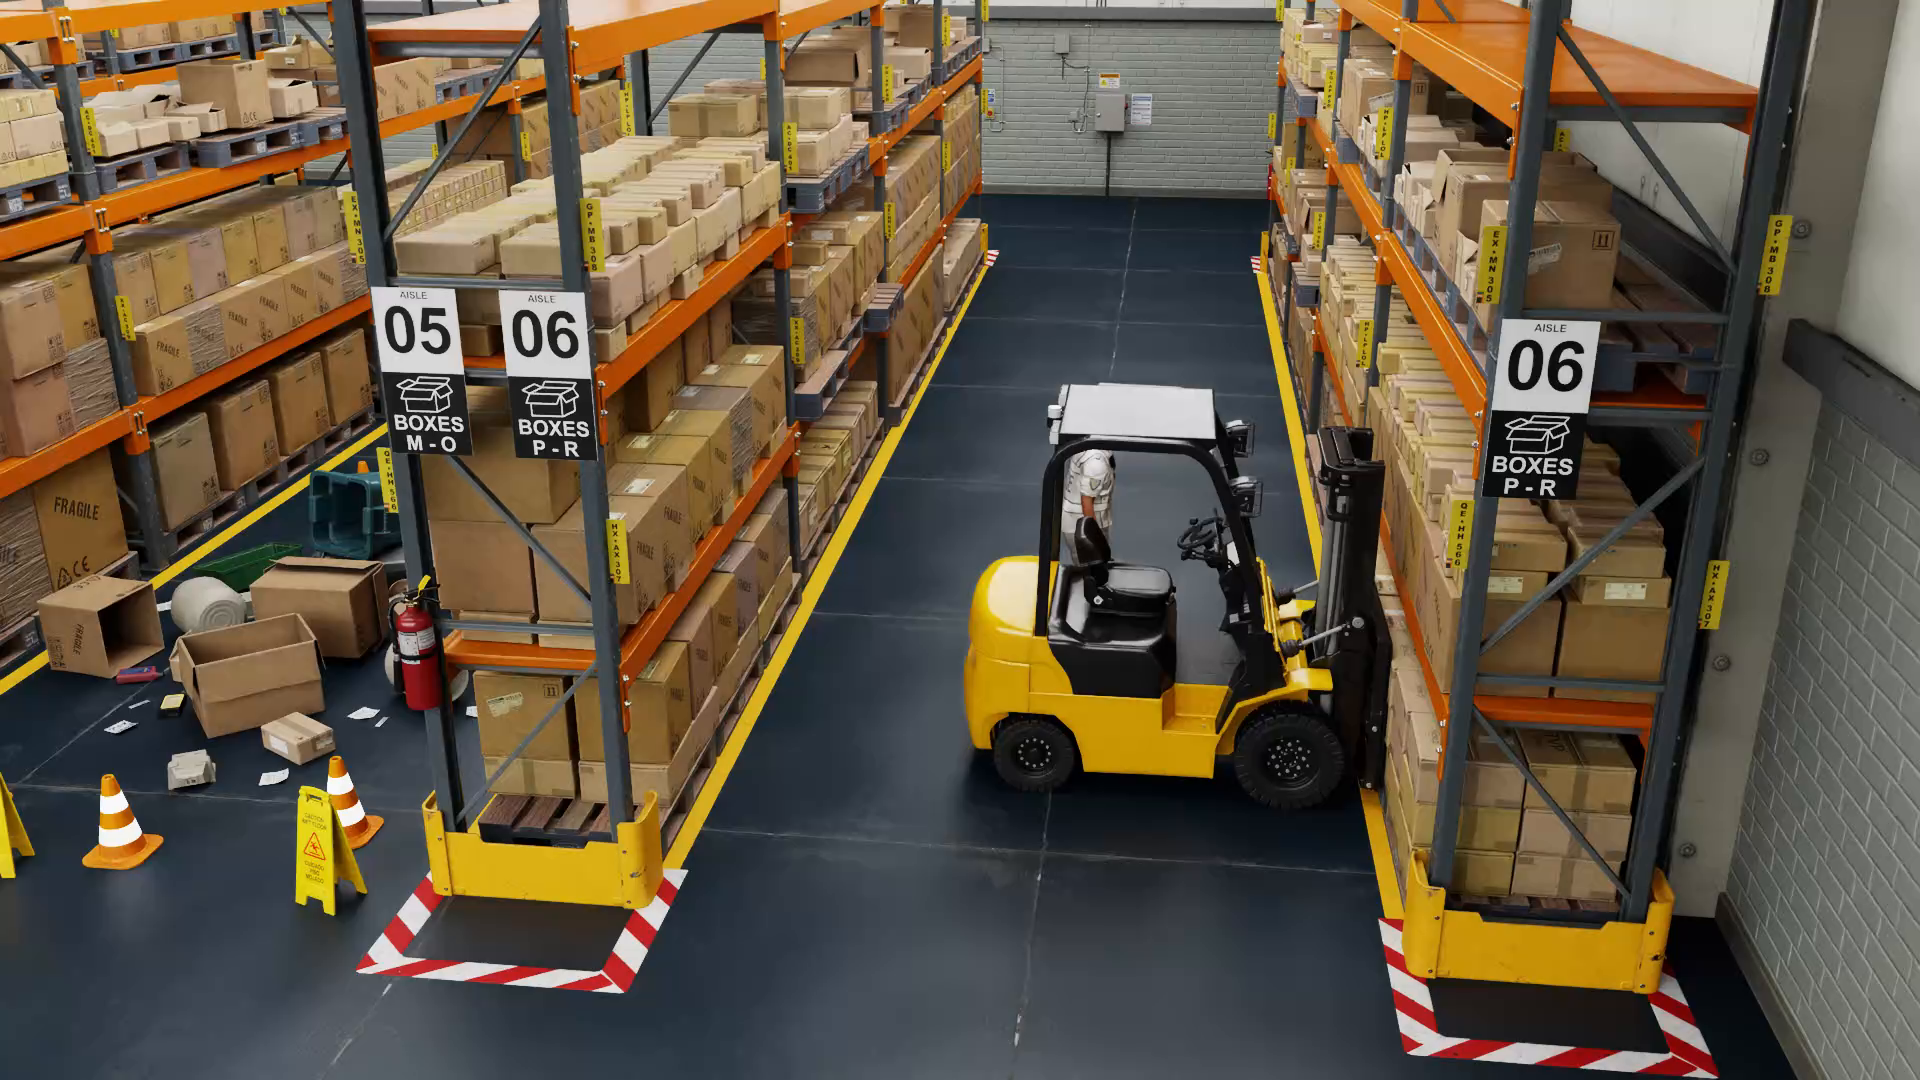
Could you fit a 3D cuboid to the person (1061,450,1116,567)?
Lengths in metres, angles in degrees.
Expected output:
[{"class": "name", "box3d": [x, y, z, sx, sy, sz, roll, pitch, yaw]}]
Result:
[{"class": "person", "box3d": [0.877, -0.073, 11.286, 0.396, 1.648, 0.553, 2, 21, 5]}]
